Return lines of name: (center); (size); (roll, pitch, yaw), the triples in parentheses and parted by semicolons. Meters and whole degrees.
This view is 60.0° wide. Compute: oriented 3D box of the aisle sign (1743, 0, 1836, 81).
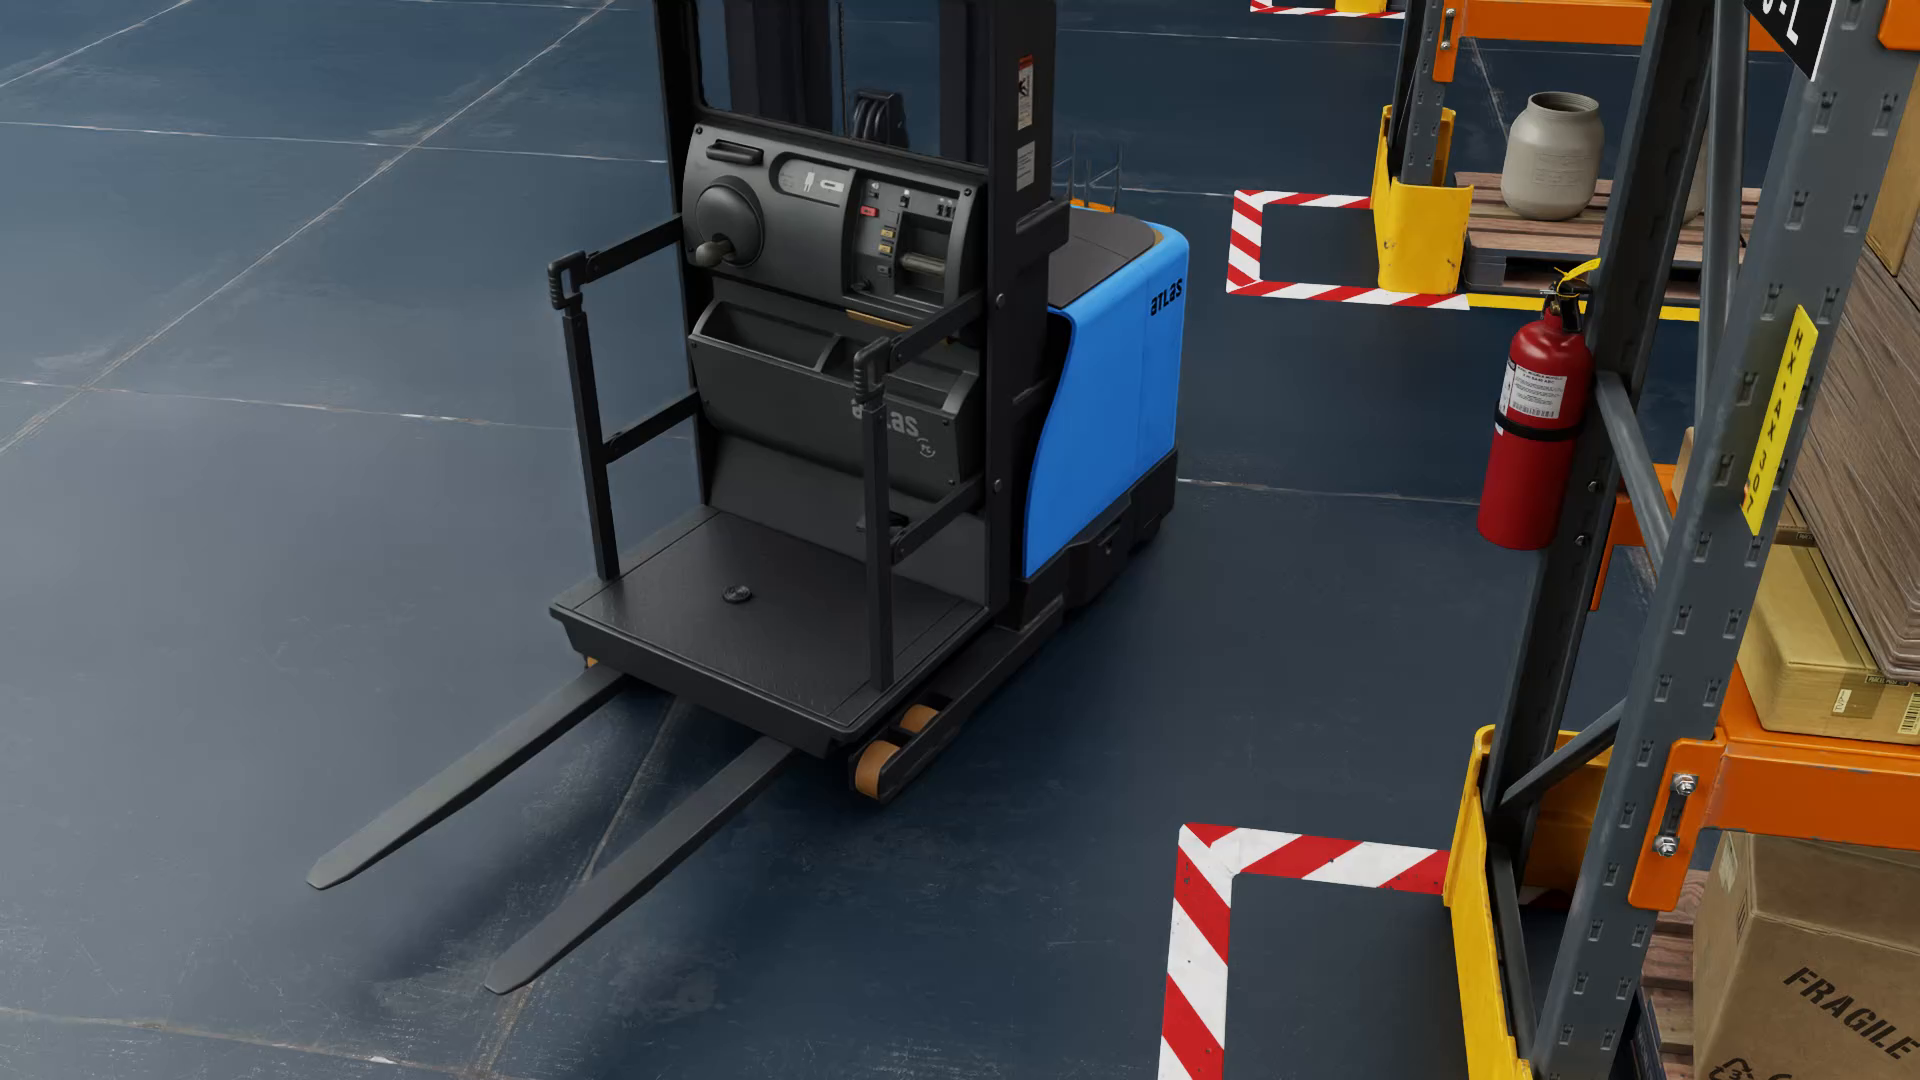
aisle sign: (1.146, -1.036, 2.128); (0.004, 0.787, 0.394); (5, 32, 8)

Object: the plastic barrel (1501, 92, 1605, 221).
plastic barrel: (2.753, -1.780, 7.716); (0.421, 0.512, 0.421); (0, 32, 0)

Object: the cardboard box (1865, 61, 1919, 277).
cardboard box: (1.842, -0.758, 2.817); (0.500, 0.500, 0.500); (5, 32, 8)

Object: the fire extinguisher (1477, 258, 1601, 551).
fire extinguisher: (1.223, -0.304, 3.481); (0.183, 0.674, 0.296); (5, 32, 8)

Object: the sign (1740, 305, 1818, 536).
sign: (1.167, -0.169, 2.376); (0.005, 0.325, 0.100); (5, 32, 8)

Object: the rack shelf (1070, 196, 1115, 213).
rack shelf: (0.408, -1.090, 5.765); (0.180, 0.103, 0.258); (19, 37, 28)

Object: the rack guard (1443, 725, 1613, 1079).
rack guard: (1.333, 0.981, 3.712); (0.348, 0.500, 1.175); (5, 32, 8)

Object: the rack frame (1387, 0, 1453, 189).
rack frame: (2.091, -2.676, 7.198); (0.127, 3.000, 1.000); (5, 32, 8)

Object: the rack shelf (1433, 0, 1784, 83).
rack shelf: (4.063, -2.192, 7.103); (4.000, 0.370, 1.077); (5, 32, 8)

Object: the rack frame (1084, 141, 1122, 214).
rack frame: (0.484, -0.795, 5.889); (0.006, 1.200, 0.240); (19, 37, 28)

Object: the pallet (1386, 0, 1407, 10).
pallet: (3.689, -4.038, 12.002); (1.213, 0.211, 1.003); (5, 32, 8)

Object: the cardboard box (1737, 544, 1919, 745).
cardboard box: (1.499, 0.171, 2.886); (0.250, 0.149, 0.380); (5, 32, 8)

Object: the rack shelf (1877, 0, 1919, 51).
rack shelf: (3.229, -0.873, 2.169); (4.000, 0.370, 1.077); (5, 32, 8)

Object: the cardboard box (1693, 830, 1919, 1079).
cardboard box: (1.871, 0.861, 3.508); (0.500, 0.500, 0.500); (11, 34, 17)

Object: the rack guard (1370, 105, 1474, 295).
rack guard: (2.174, -1.634, 7.889); (0.348, 0.500, 1.175); (5, 32, 8)

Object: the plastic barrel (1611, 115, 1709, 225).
plastic barrel: (3.247, -1.736, 7.645); (0.421, 0.512, 0.421); (0, 32, 0)

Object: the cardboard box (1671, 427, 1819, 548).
cardboard box: (1.574, -0.061, 3.258); (0.250, 0.149, 0.380); (5, 32, 8)

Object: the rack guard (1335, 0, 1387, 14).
rack guard: (2.905, -4.209, 12.003); (0.348, 0.500, 1.175); (5, 32, 8)

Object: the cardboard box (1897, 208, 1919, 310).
cardboard box: (1.754, -0.486, 2.382); (0.500, 0.500, 0.500); (5, 32, 8)

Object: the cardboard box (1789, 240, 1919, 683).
cardboard box: (1.795, -0.190, 2.852); (0.500, 0.500, 0.875); (5, 32, 8)

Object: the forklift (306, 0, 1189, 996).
forklift: (-0.477, -0.808, 4.278); (1.130, 2.935, 3.031); (19, 37, 28)

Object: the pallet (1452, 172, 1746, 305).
pallet: (2.974, -1.436, 7.846); (1.213, 0.211, 1.003); (5, 32, 8)

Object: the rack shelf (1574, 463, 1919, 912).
rack shelf: (3.229, 0.398, 2.965); (4.000, 0.370, 1.077); (5, 32, 8)

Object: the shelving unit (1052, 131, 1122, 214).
shelving unit: (0.407, -0.822, 5.931); (0.189, 1.200, 0.258); (19, 37, 28)

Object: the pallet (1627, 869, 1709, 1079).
pallet: (2.128, 1.194, 3.643); (1.213, 0.211, 1.003); (5, 32, 8)

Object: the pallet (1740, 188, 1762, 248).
pallet: (4.173, -1.326, 7.670); (1.213, 0.211, 1.003); (5, 32, 8)

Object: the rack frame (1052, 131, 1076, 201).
rack frame: (0.330, -0.849, 5.974); (0.006, 1.200, 0.240); (19, 37, 28)

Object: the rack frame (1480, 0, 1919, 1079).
rack frame: (1.258, -0.085, 3.059); (0.127, 3.000, 1.000); (5, 32, 8)
